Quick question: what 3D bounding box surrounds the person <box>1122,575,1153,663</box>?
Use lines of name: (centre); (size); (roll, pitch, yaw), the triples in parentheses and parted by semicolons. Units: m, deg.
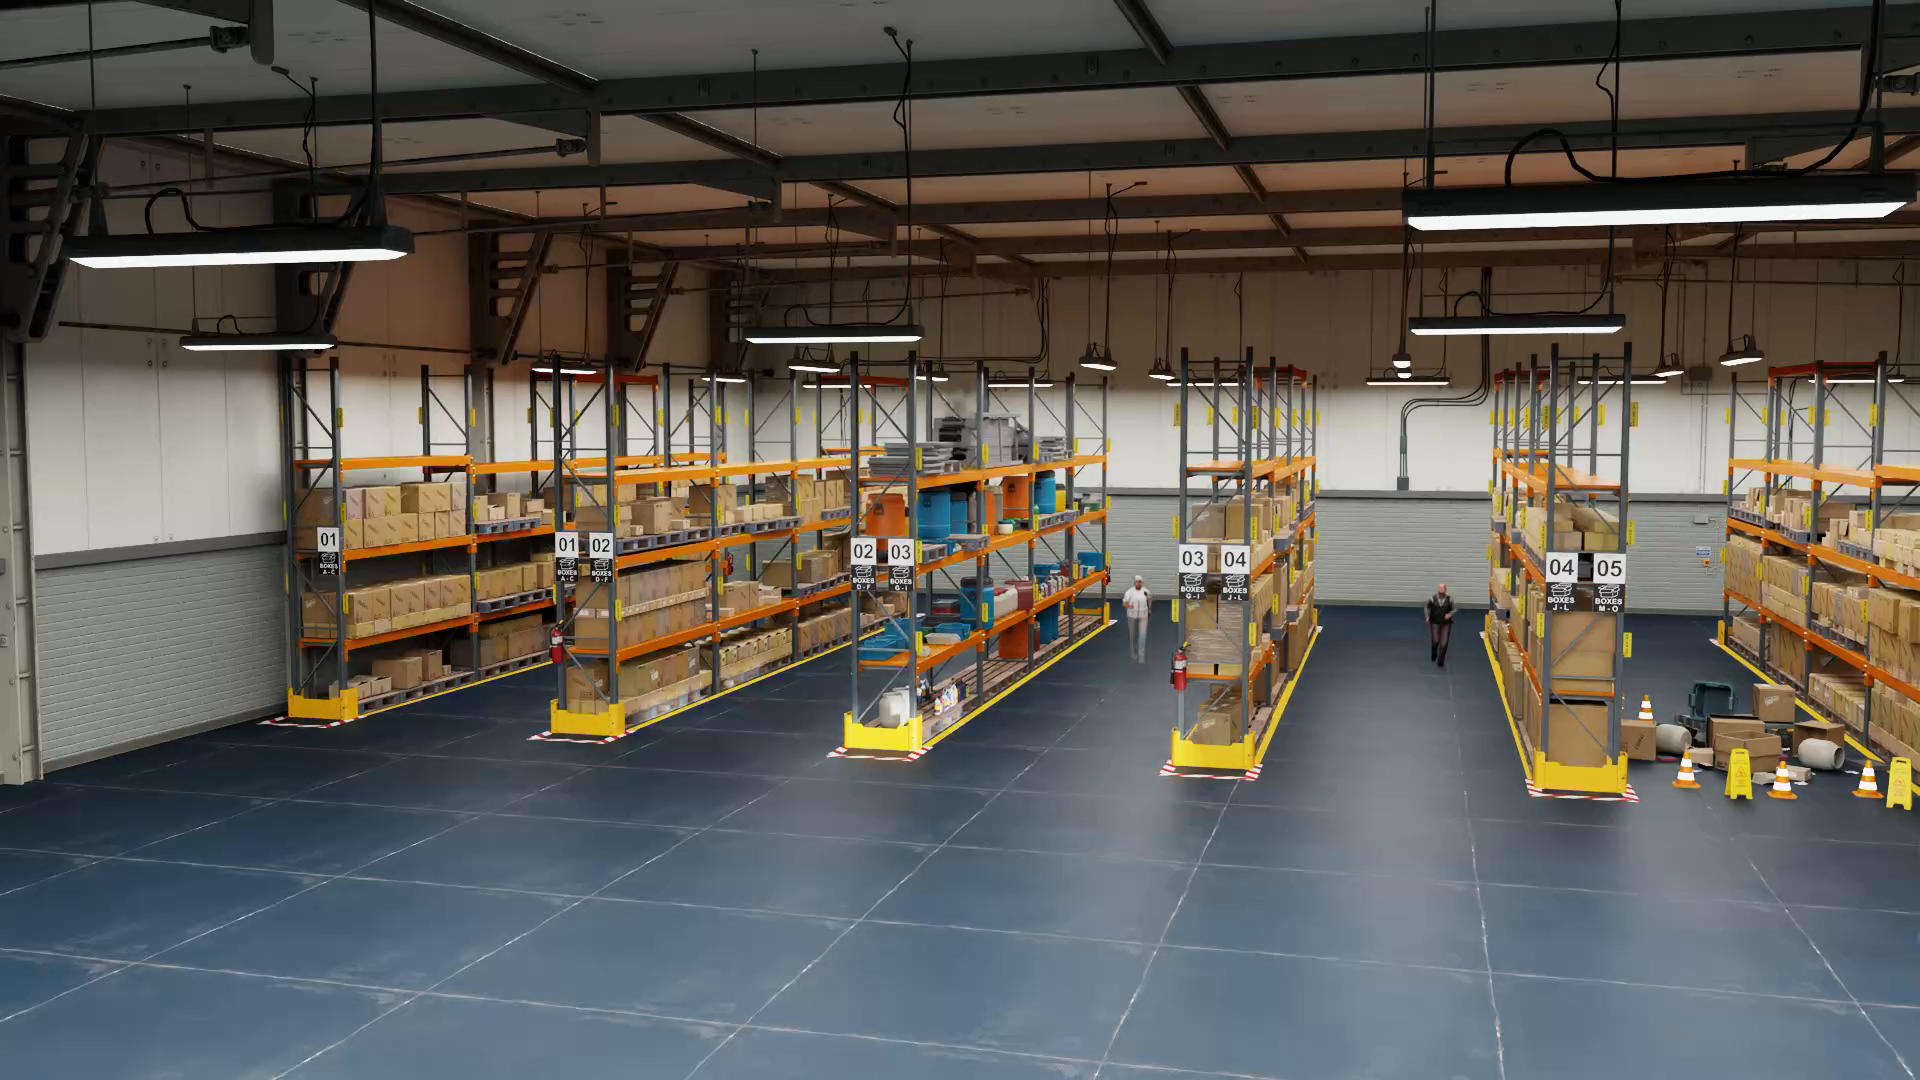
person: (3.474, 1.541, 32.465); (0.606, 1.706, 0.889); (0, 4, 3)

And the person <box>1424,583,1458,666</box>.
person: (9.666, 1.709, 33.439); (0.657, 1.679, 0.575); (1, 4, 13)
